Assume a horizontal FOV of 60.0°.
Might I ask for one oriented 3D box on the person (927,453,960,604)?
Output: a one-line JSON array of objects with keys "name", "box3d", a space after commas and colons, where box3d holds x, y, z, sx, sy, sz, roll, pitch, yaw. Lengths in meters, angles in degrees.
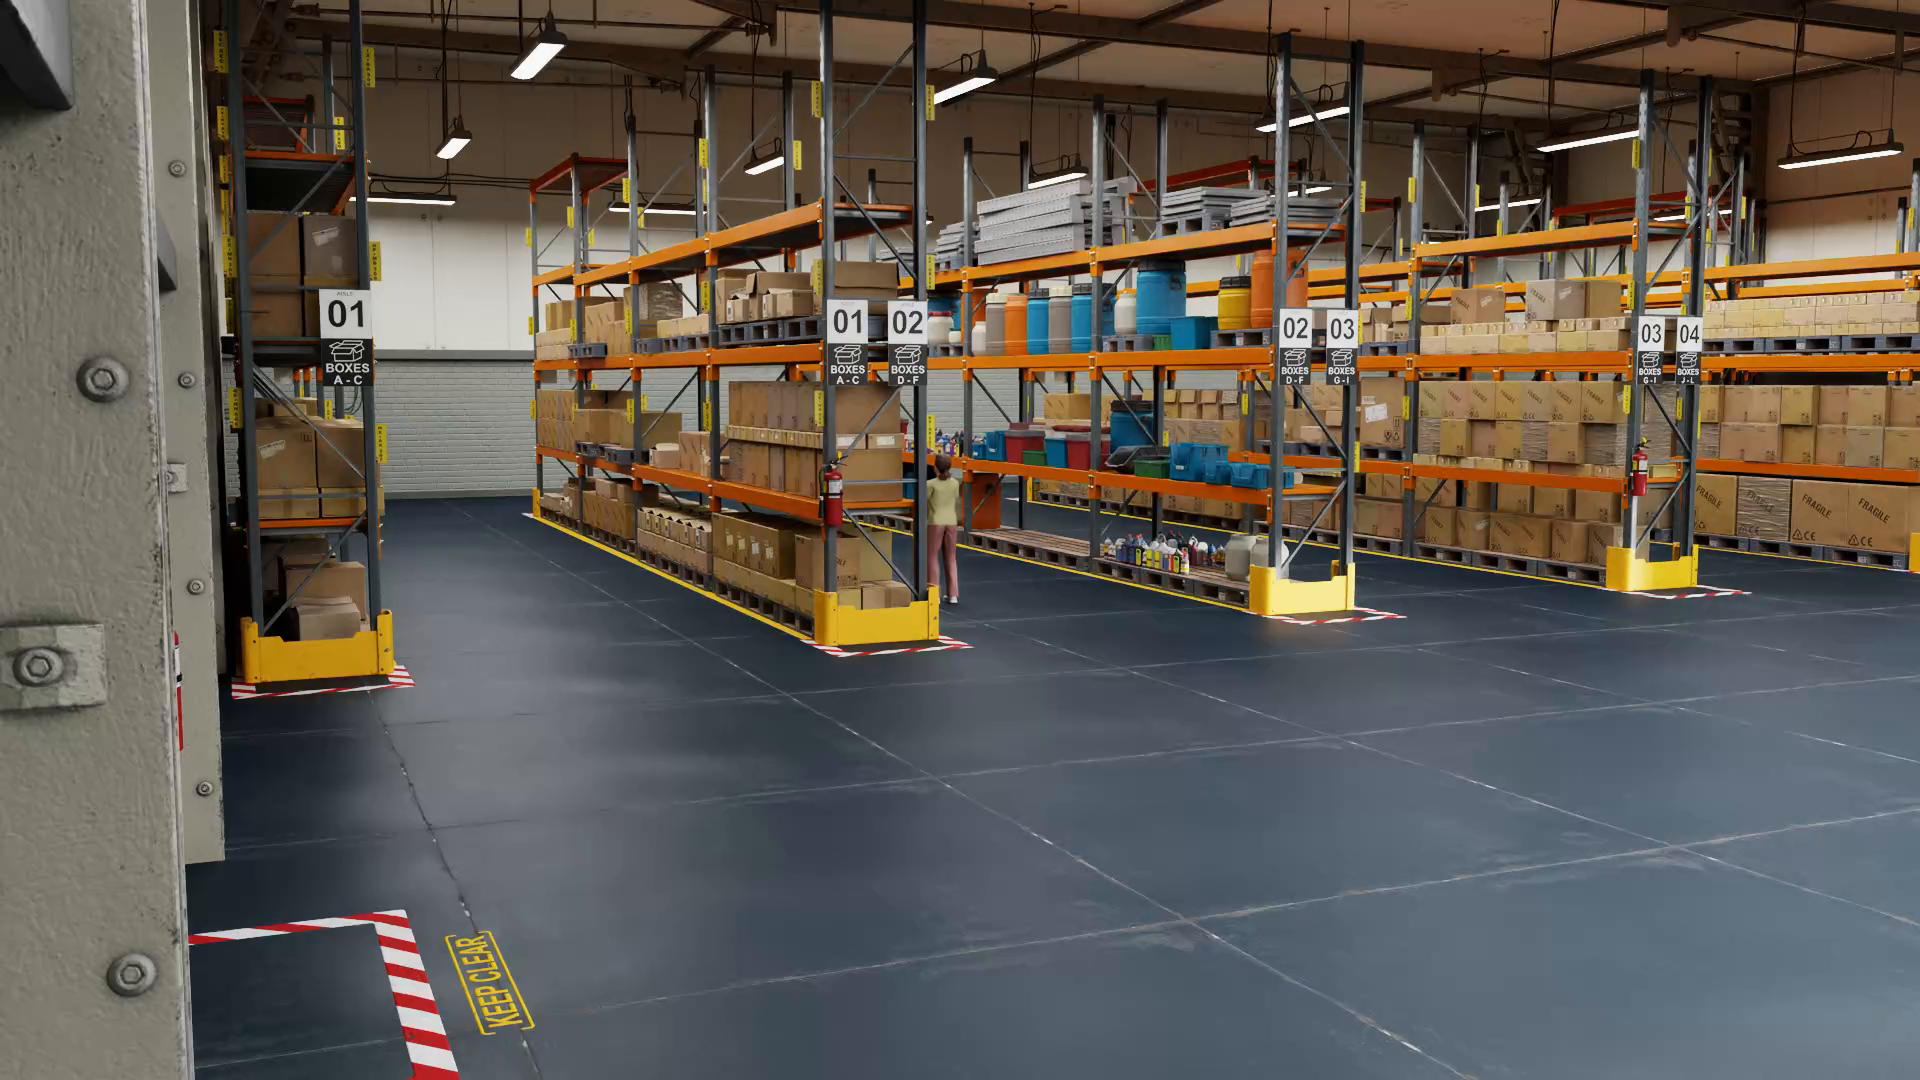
[{"name": "person", "box3d": [-0.237, -0.136, 18.405, 0.434, 1.669, 0.548, -2, 6, -24]}]
